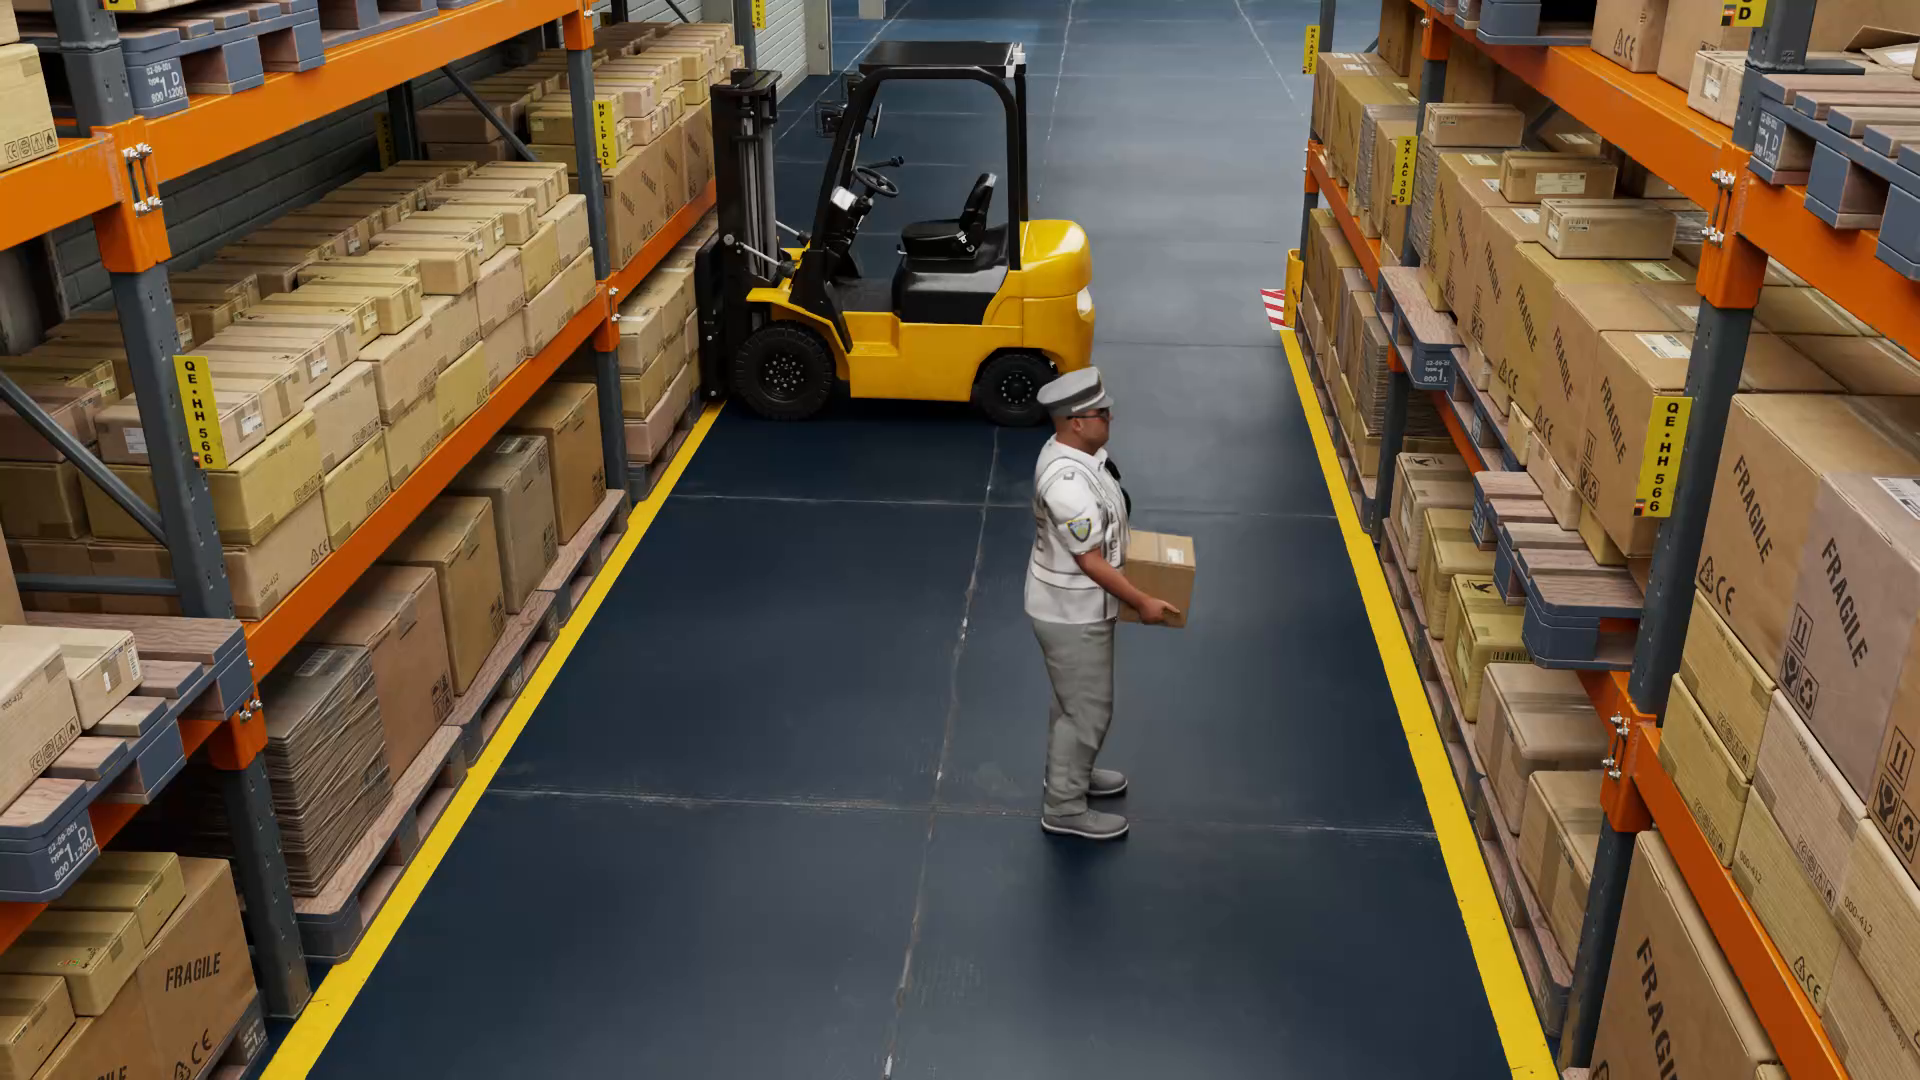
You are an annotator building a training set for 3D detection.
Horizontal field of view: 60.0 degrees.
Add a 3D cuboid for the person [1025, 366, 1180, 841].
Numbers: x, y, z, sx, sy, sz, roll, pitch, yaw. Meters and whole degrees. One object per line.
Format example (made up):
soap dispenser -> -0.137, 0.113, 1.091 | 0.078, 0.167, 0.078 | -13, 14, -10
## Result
person -> 0.515, 0.224, 6.069 | 0.554, 1.774, 0.514 | 2, 24, 4
